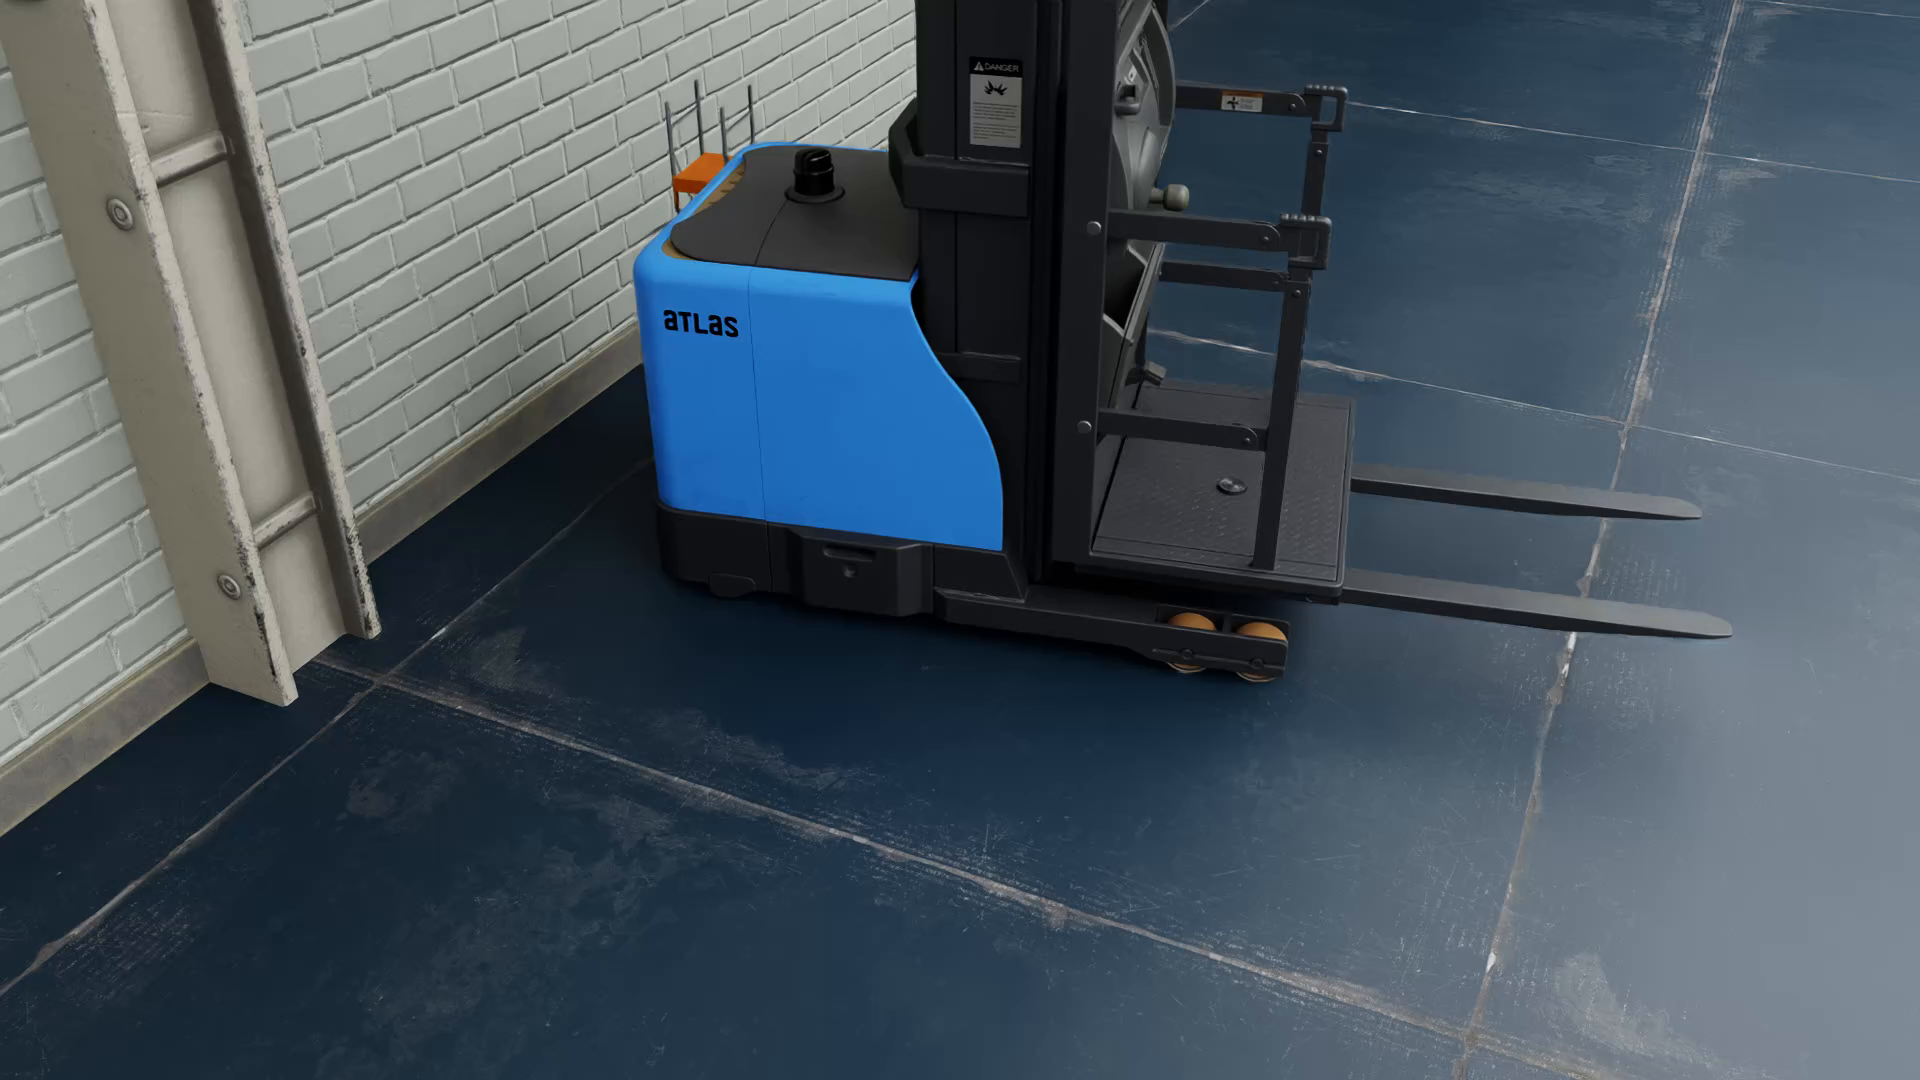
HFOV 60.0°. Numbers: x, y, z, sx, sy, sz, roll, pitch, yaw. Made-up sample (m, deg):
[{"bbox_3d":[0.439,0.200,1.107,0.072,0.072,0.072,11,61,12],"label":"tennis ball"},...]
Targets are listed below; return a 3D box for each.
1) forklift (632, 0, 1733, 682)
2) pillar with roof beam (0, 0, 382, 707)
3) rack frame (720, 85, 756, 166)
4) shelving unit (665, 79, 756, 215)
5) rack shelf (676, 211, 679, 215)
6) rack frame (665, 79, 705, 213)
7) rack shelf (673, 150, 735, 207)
[{"bbox_3d":[0.673,-1.150,4.331,3.031,2.935,1.130,7,34,11],"label":"forklift"},{"bbox_3d":[2.005,-2.452,0.783,9.100,9.000,0.400,14,36,20],"label":"pillar with roof beam"},{"bbox_3d":[-0.696,-0.874,5.489,0.006,1.200,0.240,9,34,14],"label":"rack frame"},{"bbox_3d":[-0.783,-0.889,5.511,0.189,1.200,0.258,9,34,14],"label":"shelving unit"},{"bbox_3d":[-0.783,-1.052,5.404,0.180,0.103,0.258,9,34,14],"label":"rack shelf"},{"bbox_3d":[-0.871,-0.903,5.533,0.006,1.200,0.240,9,34,14],"label":"rack frame"},{"bbox_3d":[-0.783,-1.153,5.338,0.180,0.103,0.258,9,34,14],"label":"rack shelf"}]
